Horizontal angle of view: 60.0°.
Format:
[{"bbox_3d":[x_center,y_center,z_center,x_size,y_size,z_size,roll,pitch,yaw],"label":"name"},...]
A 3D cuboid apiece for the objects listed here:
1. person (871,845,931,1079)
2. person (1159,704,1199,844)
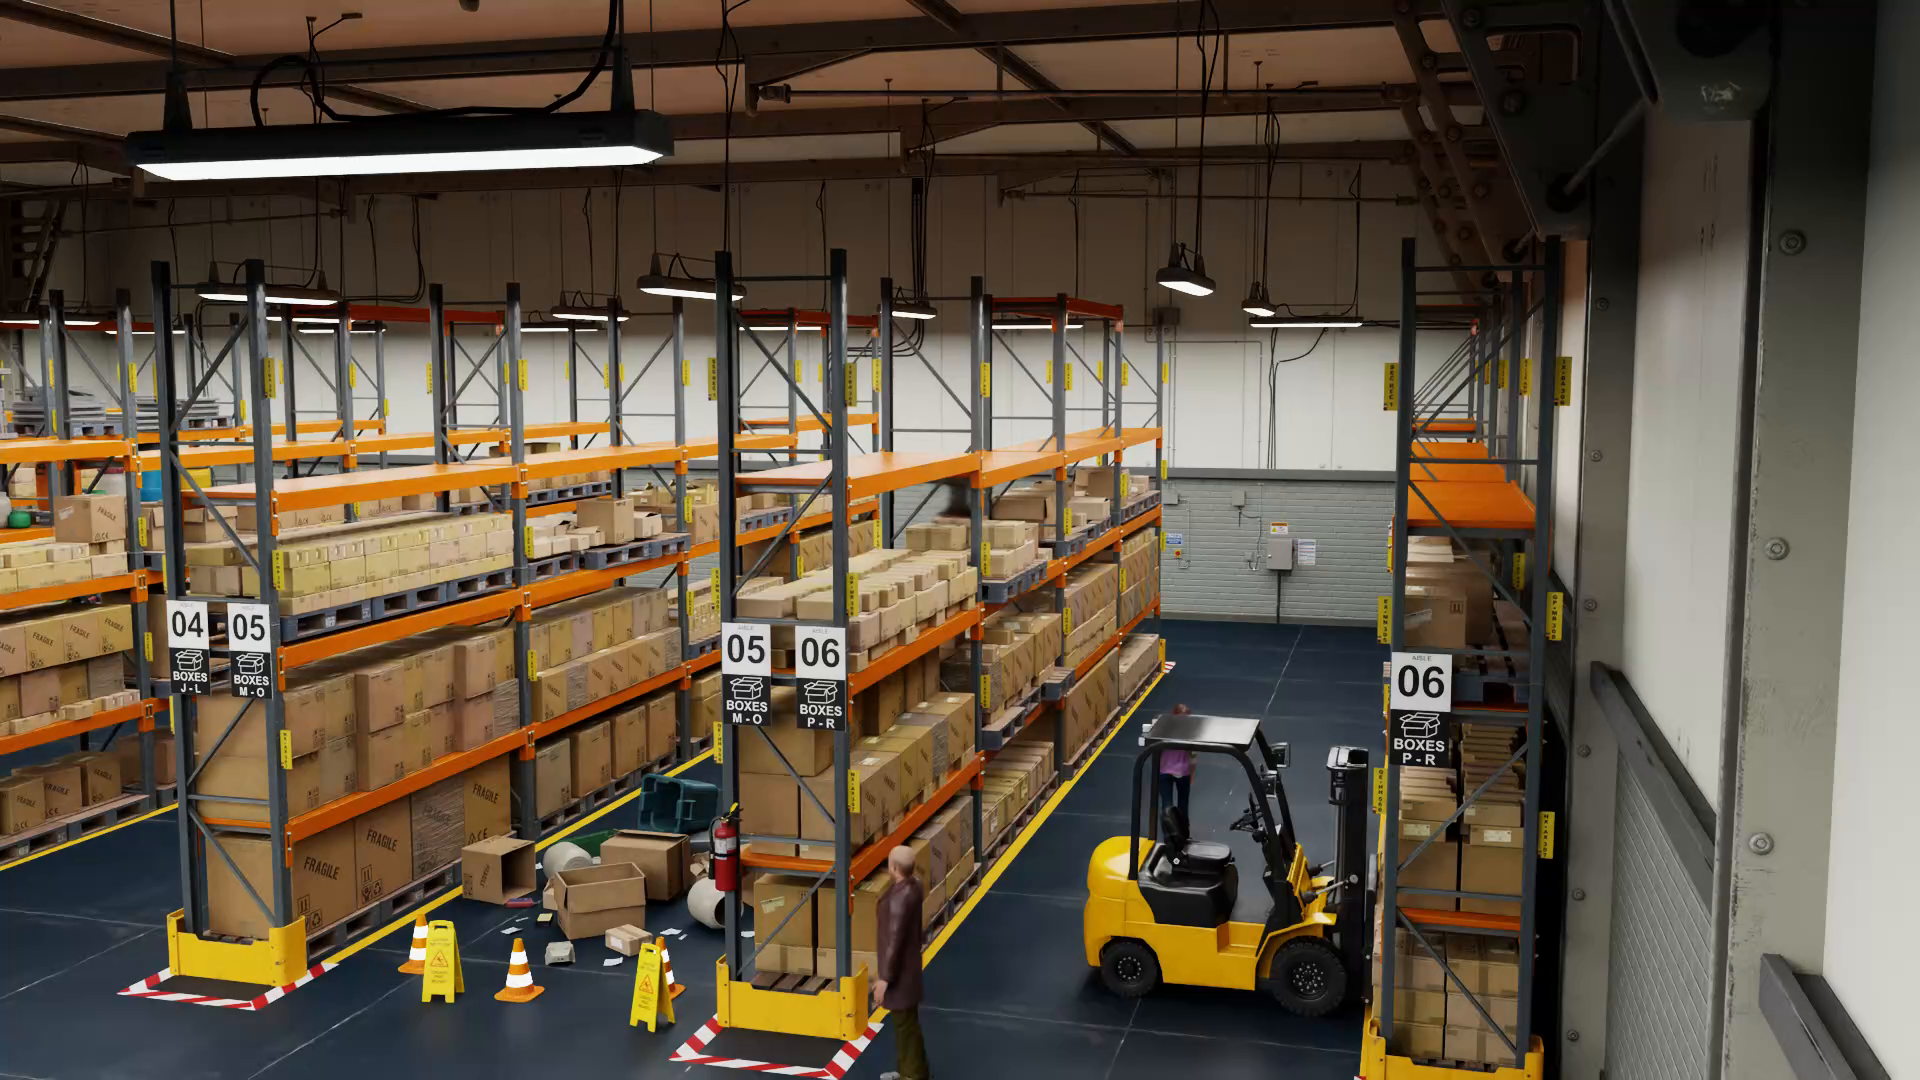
[{"bbox_3d":[-0.400,3.047,11.758,0.402,1.806,0.657,1,6,6],"label":"person"},{"bbox_3d":[2.303,2.499,17.837,0.511,1.533,0.890,1,6,11],"label":"person"}]
